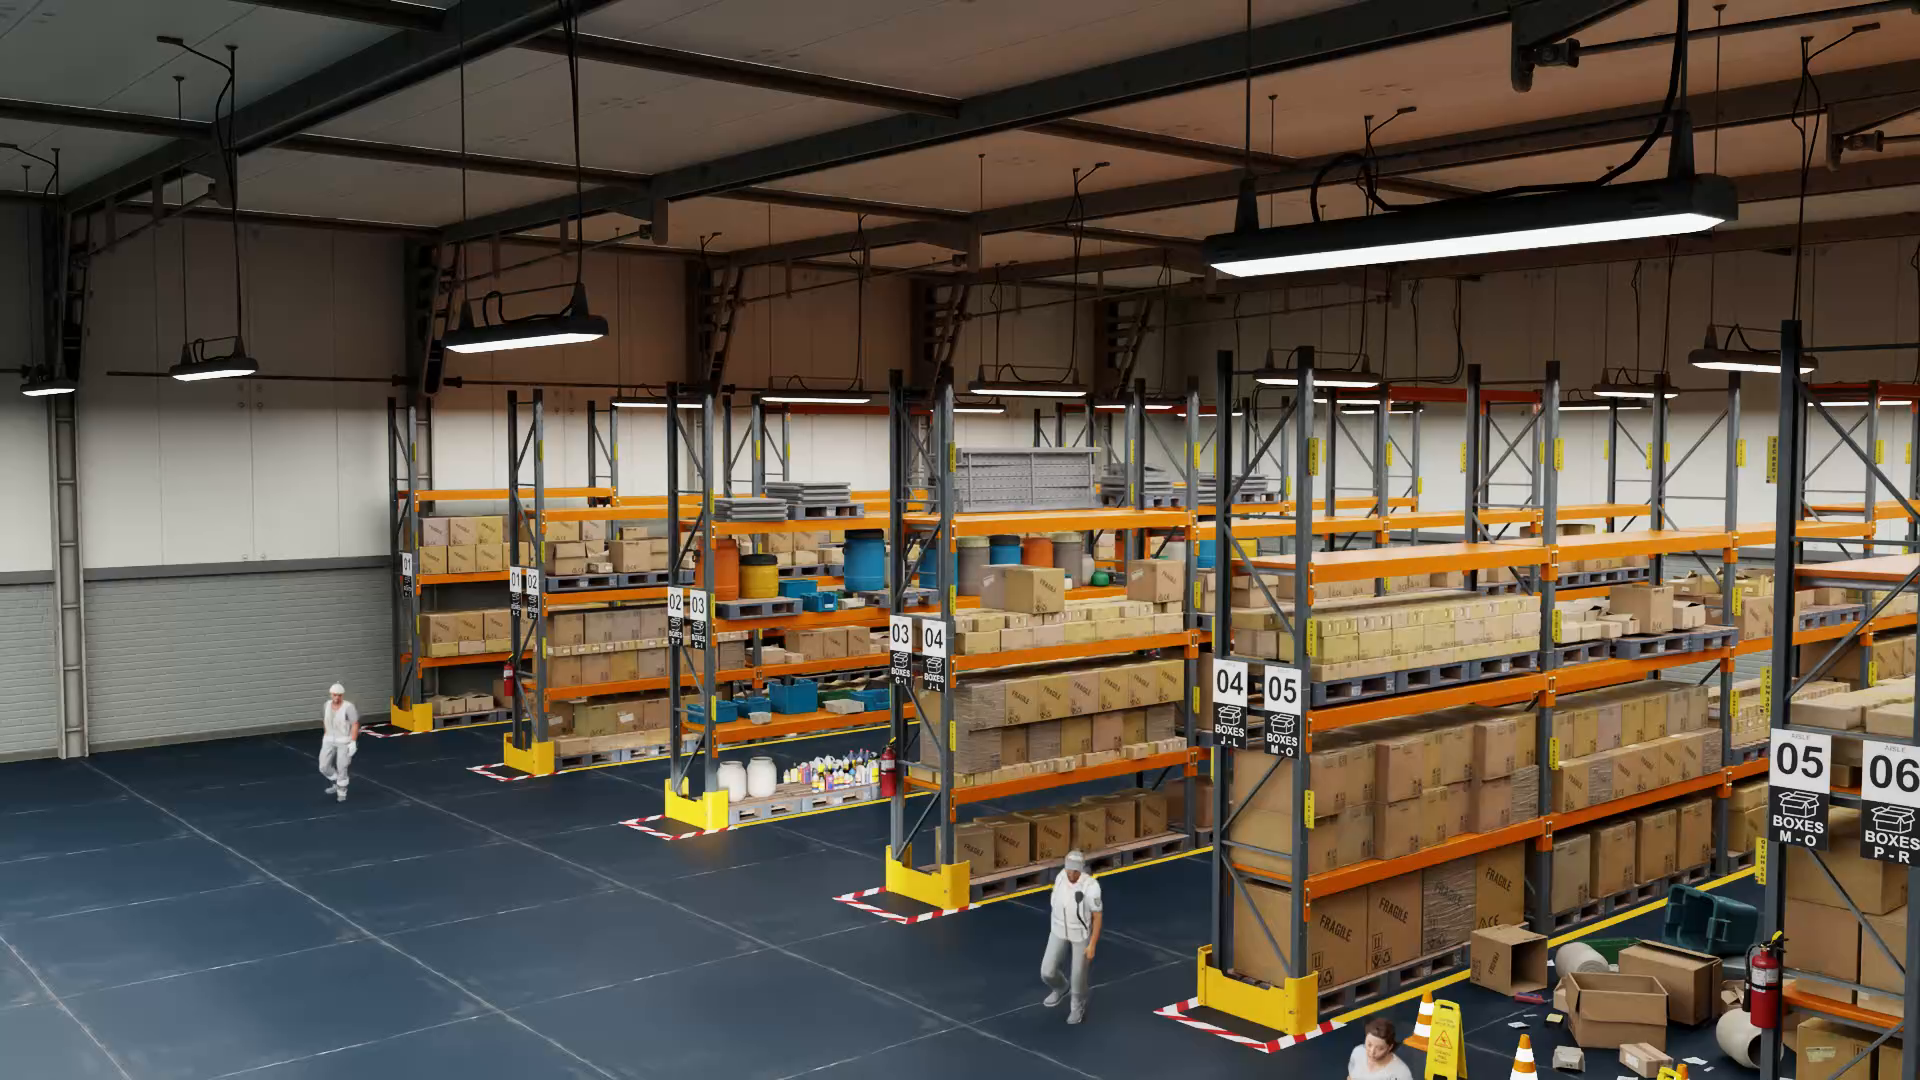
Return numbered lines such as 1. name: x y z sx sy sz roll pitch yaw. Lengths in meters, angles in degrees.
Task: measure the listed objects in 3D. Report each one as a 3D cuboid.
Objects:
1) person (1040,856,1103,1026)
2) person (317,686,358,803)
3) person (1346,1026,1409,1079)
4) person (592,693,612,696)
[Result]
1. person: 0.980 3.524 14.662 0.639 1.592 0.683 2 4 25
2. person: -8.916 2.917 23.810 0.708 1.720 0.652 1 3 11
3. person: 2.613 3.754 10.496 0.706 1.570 0.649 3 5 43
4. person: -6.384 2.570 29.966 0.694 1.695 0.562 1 4 23
